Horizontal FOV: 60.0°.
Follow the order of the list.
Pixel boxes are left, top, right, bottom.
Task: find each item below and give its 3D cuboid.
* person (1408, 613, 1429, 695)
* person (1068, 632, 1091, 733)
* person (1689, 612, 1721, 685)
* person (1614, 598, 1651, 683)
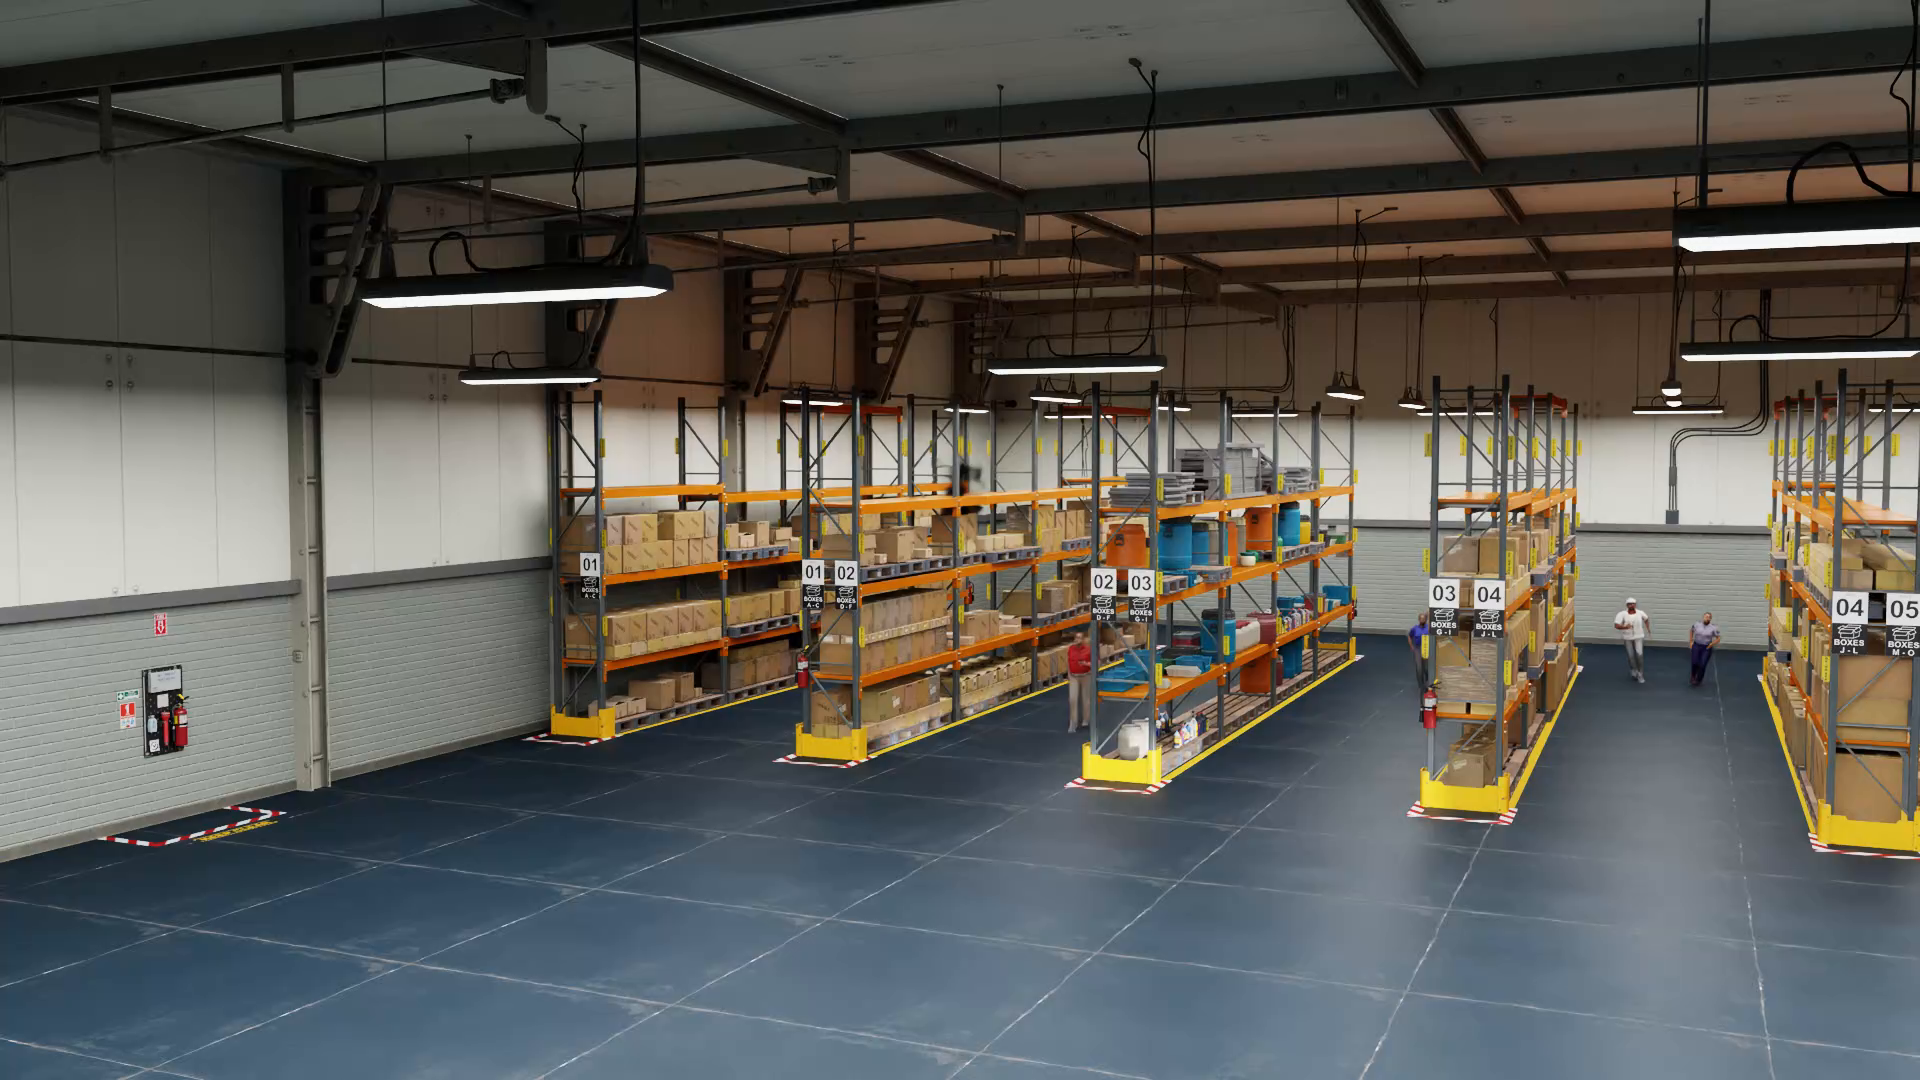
[{"bbox_3d":[9.450,2.322,34.032,0.586,1.626,0.633,1,3,21],"label":"person"},{"bbox_3d":[2.172,2.523,29.496,0.629,1.803,0.811,1,3,19],"label":"person"},{"bbox_3d":[15.646,2.291,34.948,0.627,1.575,0.562,2,4,28],"label":"person"},{"bbox_3d":[14.475,2.152,35.807,0.722,1.824,0.762,1,3,23],"label":"person"}]
